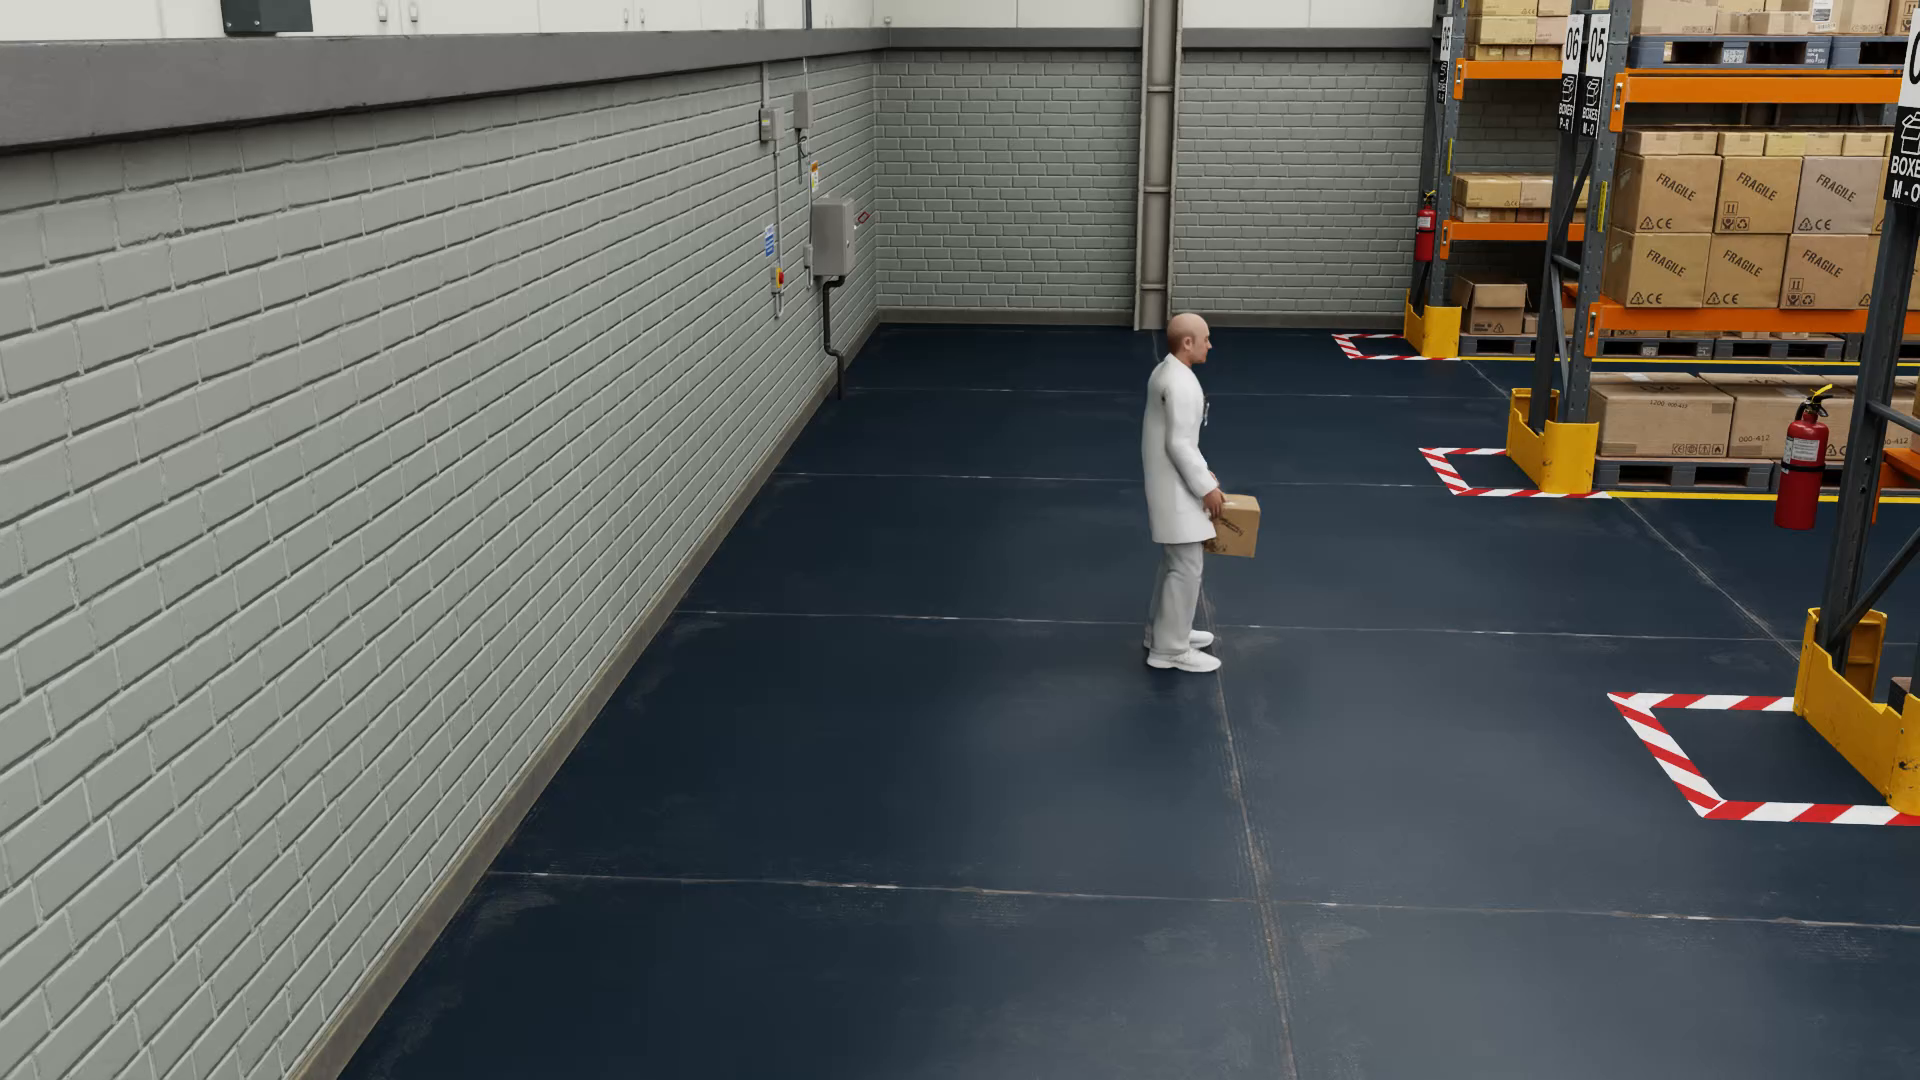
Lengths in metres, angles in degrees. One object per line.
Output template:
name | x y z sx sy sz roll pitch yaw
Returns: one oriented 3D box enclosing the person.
person | 1.119 -0.255 8.396 0.429 1.772 0.646 0 17 1
